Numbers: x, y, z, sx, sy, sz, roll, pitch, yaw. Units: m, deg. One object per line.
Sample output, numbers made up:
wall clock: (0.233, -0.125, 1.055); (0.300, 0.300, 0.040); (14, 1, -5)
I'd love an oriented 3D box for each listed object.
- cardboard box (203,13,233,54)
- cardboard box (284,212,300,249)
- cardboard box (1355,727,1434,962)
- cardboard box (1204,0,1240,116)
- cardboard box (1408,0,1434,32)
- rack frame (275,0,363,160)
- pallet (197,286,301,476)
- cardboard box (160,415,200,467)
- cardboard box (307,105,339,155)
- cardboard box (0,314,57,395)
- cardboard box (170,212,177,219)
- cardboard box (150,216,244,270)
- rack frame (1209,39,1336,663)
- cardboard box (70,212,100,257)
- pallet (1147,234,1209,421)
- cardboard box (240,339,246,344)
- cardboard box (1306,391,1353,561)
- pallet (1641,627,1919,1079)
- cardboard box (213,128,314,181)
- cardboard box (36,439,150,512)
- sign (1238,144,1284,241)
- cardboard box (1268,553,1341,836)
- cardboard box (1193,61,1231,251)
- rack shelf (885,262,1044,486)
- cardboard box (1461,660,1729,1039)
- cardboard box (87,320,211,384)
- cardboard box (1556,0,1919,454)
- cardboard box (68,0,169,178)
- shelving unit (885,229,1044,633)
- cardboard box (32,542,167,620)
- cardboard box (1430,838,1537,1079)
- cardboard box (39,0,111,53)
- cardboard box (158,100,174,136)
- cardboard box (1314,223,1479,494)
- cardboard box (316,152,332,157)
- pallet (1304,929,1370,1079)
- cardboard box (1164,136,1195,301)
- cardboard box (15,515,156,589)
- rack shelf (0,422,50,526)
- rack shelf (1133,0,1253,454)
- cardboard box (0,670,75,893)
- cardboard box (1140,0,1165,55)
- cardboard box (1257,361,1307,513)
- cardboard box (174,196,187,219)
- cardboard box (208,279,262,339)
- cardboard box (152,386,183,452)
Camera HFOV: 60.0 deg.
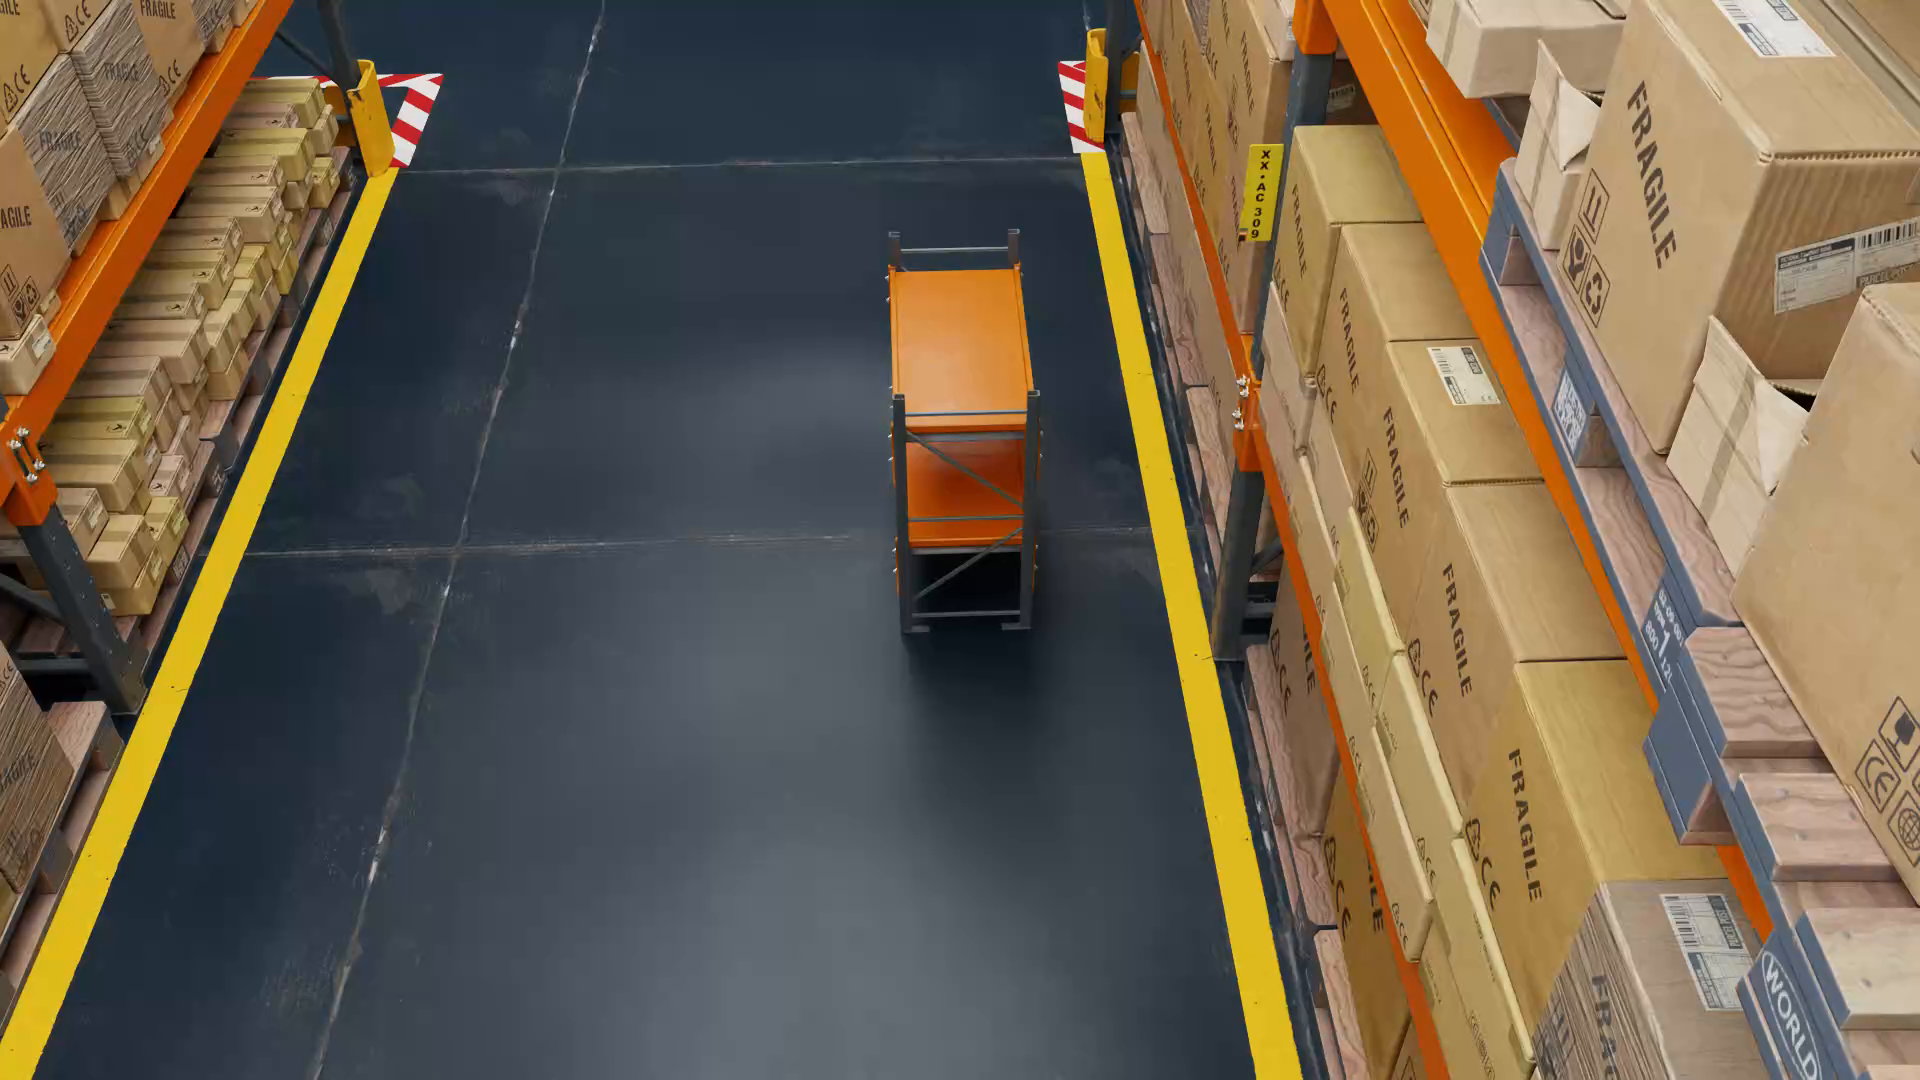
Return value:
cardboard box: (-3.350, -2.198, 7.114); (0.380, 0.149, 0.250); (-3, 43, -4)
cardboard box: (-3.370, -1.427, 7.886); (0.380, 0.149, 0.250); (-1, 43, -1)
cardboard box: (1.246, 0.693, 3.885); (0.500, 0.250, 0.500); (-2, 43, -2)
cardboard box: (1.141, -1.760, 5.636); (0.500, 0.500, 0.500); (-2, 43, -2)
cardboard box: (1.198, -1.395, 3.447); (0.500, 0.500, 0.500); (-2, 43, -3)
rack frame: (-3.661, -3.191, 8.011); (1.000, 3.000, 0.127); (-2, 43, -2)
pallet: (-3.610, -0.740, 7.402); (1.003, 0.211, 1.213); (-2, 43, -2)
cardboard box: (-3.320, -0.365, 6.728); (0.380, 0.149, 0.250); (-2, 43, -3)
cardboard box: (-3.354, -2.056, 8.352); (0.380, 0.149, 0.250); (-3, 43, -3)
cardboard box: (-3.176, -0.598, 5.369); (0.380, 0.149, 0.250); (0, 43, 0)
cardboard box: (-3.848, -1.590, 8.064); (0.380, 0.149, 0.250); (-1, 43, -1)
cardboard box: (-3.379, -1.284, 7.290); (0.380, 0.149, 0.250); (-3, 43, -3)
rack frame: (1.450, -0.701, 5.295); (1.000, 3.000, 0.127); (-2, 43, -2)
cardboard box: (-3.331, -1.133, 5.952); (0.380, 0.149, 0.250); (-3, 43, -4)
pallet: (1.441, -1.014, 7.700); (1.003, 0.211, 1.213); (-2, 43, -2)
cardboard box: (-3.369, -0.899, 7.310); (0.380, 0.149, 0.250); (-1, 43, -1)
cardboard box: (1.237, -0.173, 4.460); (0.500, 0.250, 0.500); (-1, 43, -1)
pallet: (1.539, 0.530, 1.871); (1.213, 0.211, 1.003); (0, 43, 0)
cardboard box: (-3.294, -1.821, 7.876); (0.380, 0.149, 0.250); (-3, 43, -3)
cardboard box: (-3.251, -0.240, 6.150); (0.380, 0.149, 0.250); (0, 43, 0)
sign: (0.896, -1.032, 4.957); (0.100, 0.325, 0.005); (-2, 43, -2)
cardboard box: (1.556, 0.344, 5.416); (0.875, 0.875, 0.875); (0, 43, 0)
cardboard box: (1.147, -1.391, 5.973); (0.500, 0.500, 0.500); (-3, 43, -3)
rack shelf: (0.000, -0.635, 6.177); (0.538, 0.278, 1.000); (-2, 43, -2)
cardboard box: (1.292, 0.571, 3.093); (0.500, 0.500, 0.500); (-2, 43, -2)
cardboard box: (-3.274, -0.759, 6.717); (0.380, 0.149, 0.250); (-1, 43, -1)
cardboard box: (1.255, -0.479, 2.448); (0.500, 0.500, 0.500); (-1, 43, -1)
cardboard box: (-3.274, -1.653, 6.040); (0.500, 0.500, 0.500); (-2, 43, -3)
shelving unit: (0.000, -0.419, 6.375); (0.538, 1.125, 1.048); (-2, 43, -2)
cardboard box: (-3.186, 0.151, 6.165); (0.380, 0.149, 0.250); (-3, 43, -4)
cardboard box: (1.278, 0.860, 3.333); (0.500, 0.250, 0.500); (-3, 43, -3)
cardboard box: (-3.295, -2.008, 5.686); (0.500, 0.500, 0.500); (-1, 43, -1)
cardboard box: (-3.339, -1.666, 6.533); (0.380, 0.149, 0.250); (0, 43, 0)
cardboard box: (1.231, -0.458, 4.216); (0.500, 0.500, 0.500); (-2, 43, -2)
cardboard box: (-3.430, -1.945, 8.451); (0.380, 0.149, 0.250); (-1, 43, -1)
pallet: (1.613, 1.672, 4.770); (1.003, 0.211, 1.213); (-2, 43, -2)
cardboard box: (1.455, -1.551, 7.808); (0.875, 0.438, 0.875); (-1, 43, -1)
cardboard box: (-3.187, 0.042, 6.063); (0.380, 0.149, 0.250); (0, 43, 0)
rack shelf: (-3.406, 1.125, 3.835); (1.077, 0.370, 4.000); (-2, 43, -2)
rack shelf: (1.365, -1.786, 7.011); (1.077, 0.370, 4.000); (-2, 43, -2)
cardboard box: (-3.208, 0.769, 5.231); (0.500, 0.500, 0.500); (-2, 43, -3)
cardboard box: (1.067, -2.421, 7.097); (0.500, 0.500, 0.500); (-2, 43, -2)
cardboard box: (1.205, -0.341, 5.013); (0.500, 0.250, 0.500); (-3, 43, -3)
cardboard box: (-3.421, -1.521, 7.768); (0.380, 0.149, 0.250); (-2, 43, -2)
cardboard box: (-3.263, -0.998, 7.197); (0.380, 0.149, 0.250); (-1, 43, -1)
cardboard box: (-3.342, -0.472, 6.624); (0.380, 0.149, 0.250); (-4, 43, -4)
